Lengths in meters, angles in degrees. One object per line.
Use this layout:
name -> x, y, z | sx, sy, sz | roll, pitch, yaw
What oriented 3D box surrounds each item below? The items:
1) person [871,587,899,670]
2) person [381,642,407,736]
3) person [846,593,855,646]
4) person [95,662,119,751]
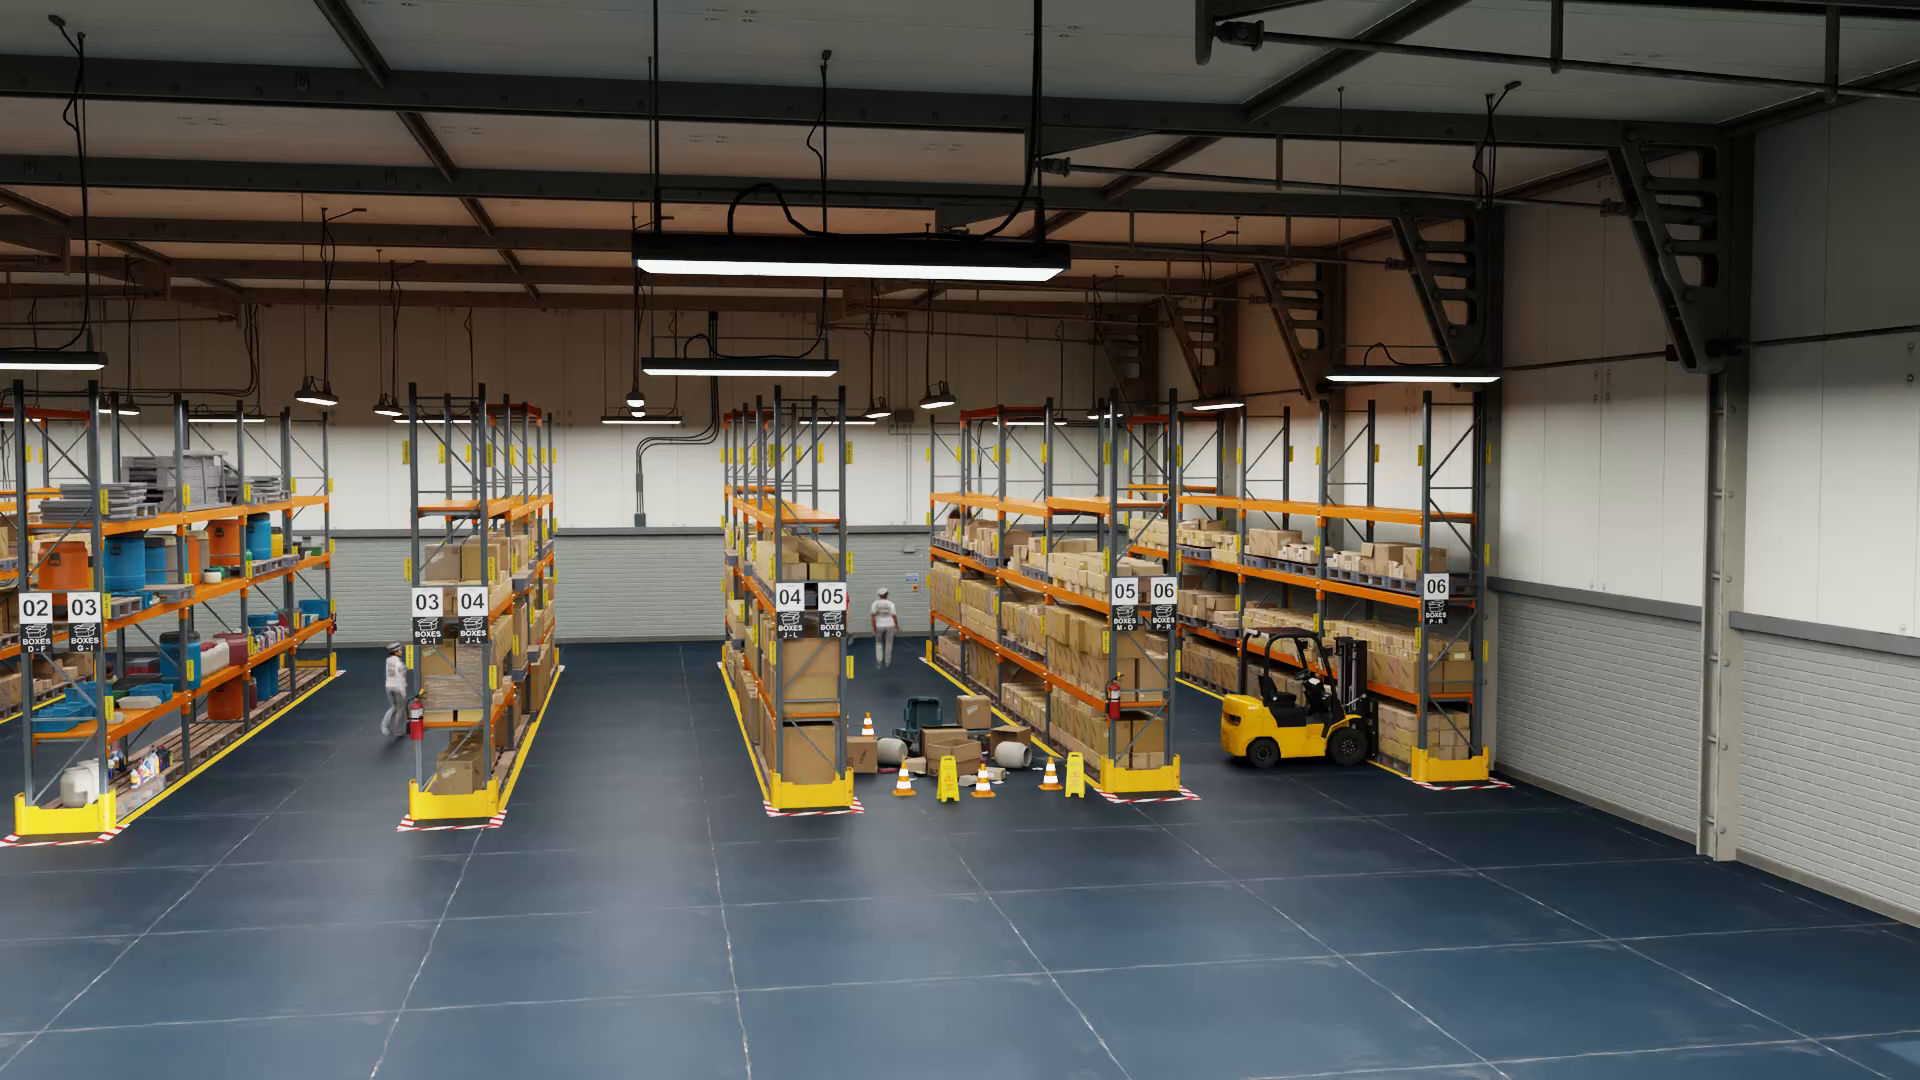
person -> -1.673, 1.986, 36.980 | 0.617, 1.885, 0.469 | 0, 3, 1
person -> -10.056, 2.649, 29.562 | 0.477, 1.682, 0.497 | 1, 3, 23
person -> -3.153, 1.948, 43.302 | 0.681, 1.680, 0.533 | -3, 4, -45
person -> -13.749, 2.813, 26.791 | 0.527, 1.707, 0.341 | -3, 4, -42
